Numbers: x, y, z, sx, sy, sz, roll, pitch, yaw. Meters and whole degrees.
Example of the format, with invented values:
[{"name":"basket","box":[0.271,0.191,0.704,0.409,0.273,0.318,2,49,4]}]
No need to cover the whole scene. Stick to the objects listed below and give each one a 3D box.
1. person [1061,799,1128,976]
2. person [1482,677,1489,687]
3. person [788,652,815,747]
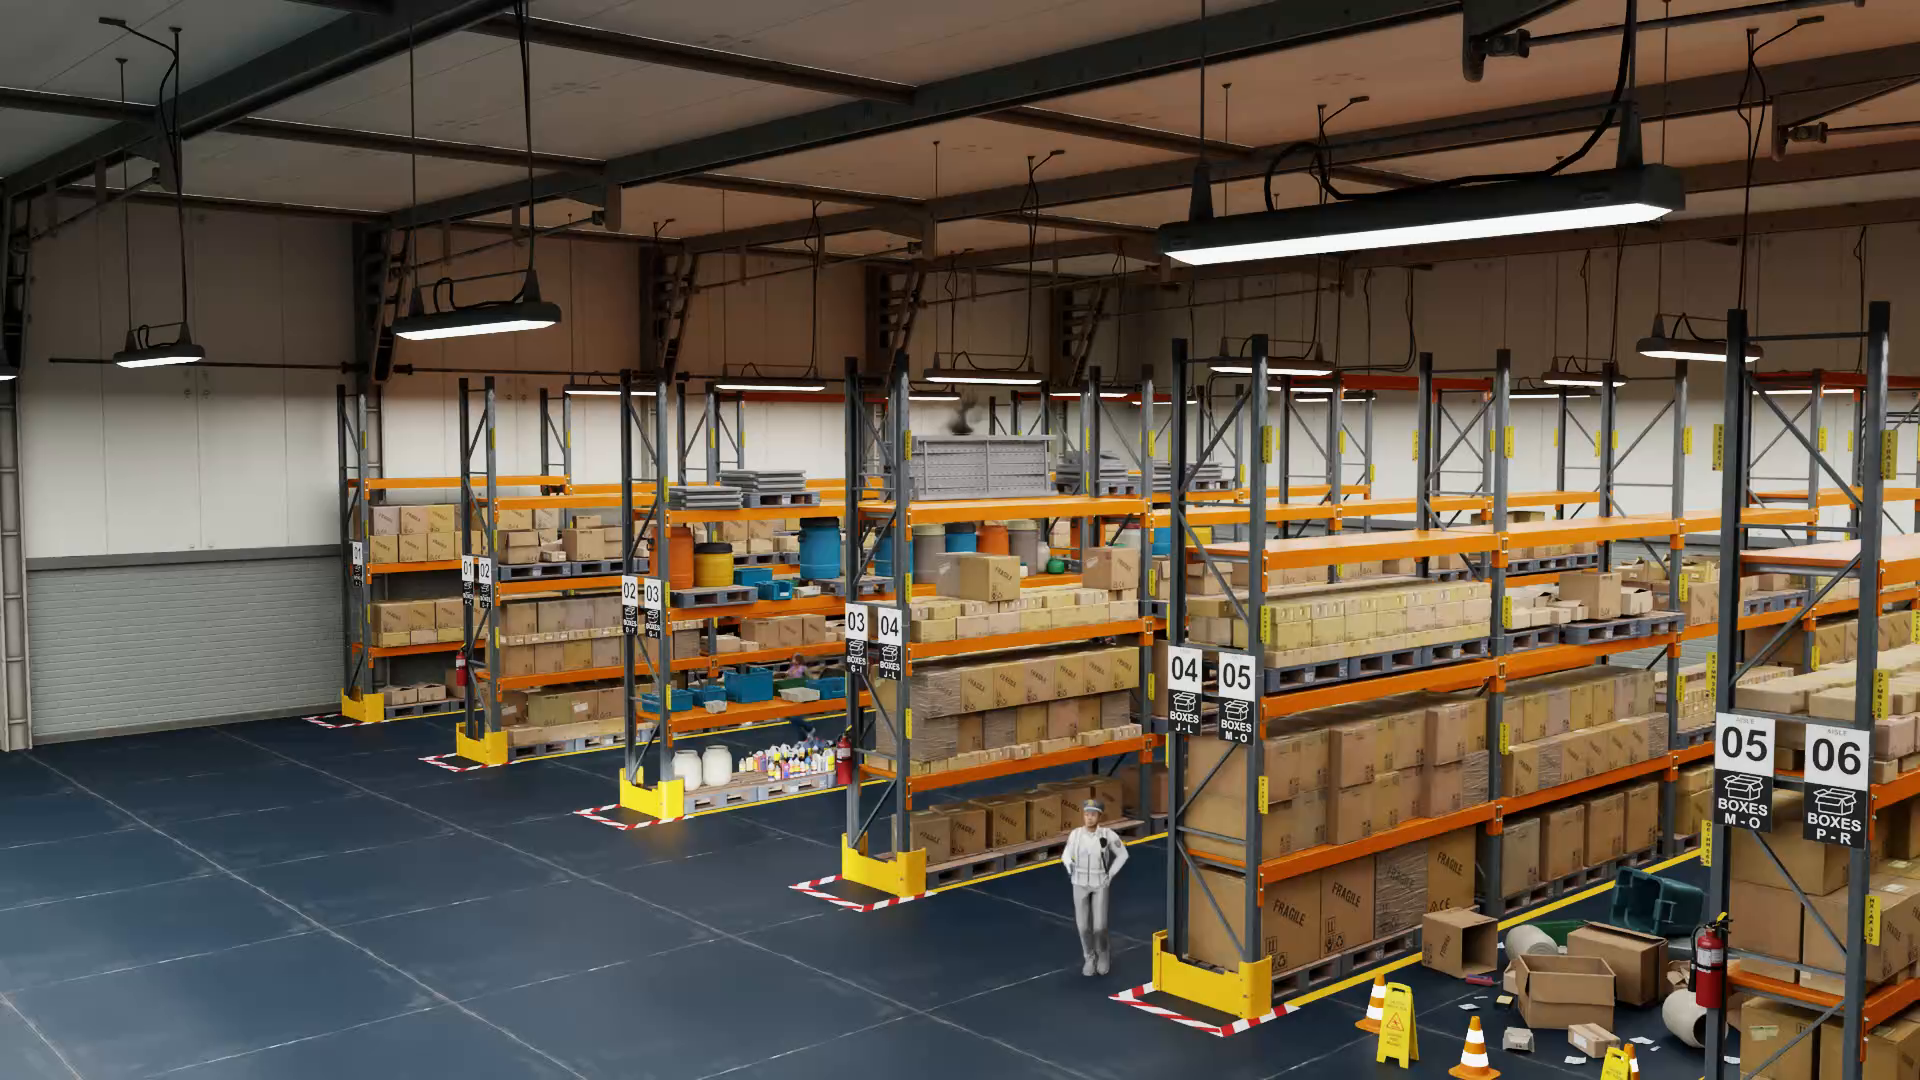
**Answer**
[{"name":"person","box":[1.247,3.304,15.744,0.628,1.691,0.527,1,4,15]},{"name":"person","box":[7.813,2.721,24.411,0.628,1.652,0.874,3,5,42]},{"name":"person","box":[-2.650,2.605,27.139,0.543,1.567,0.530,4,5,43]}]
